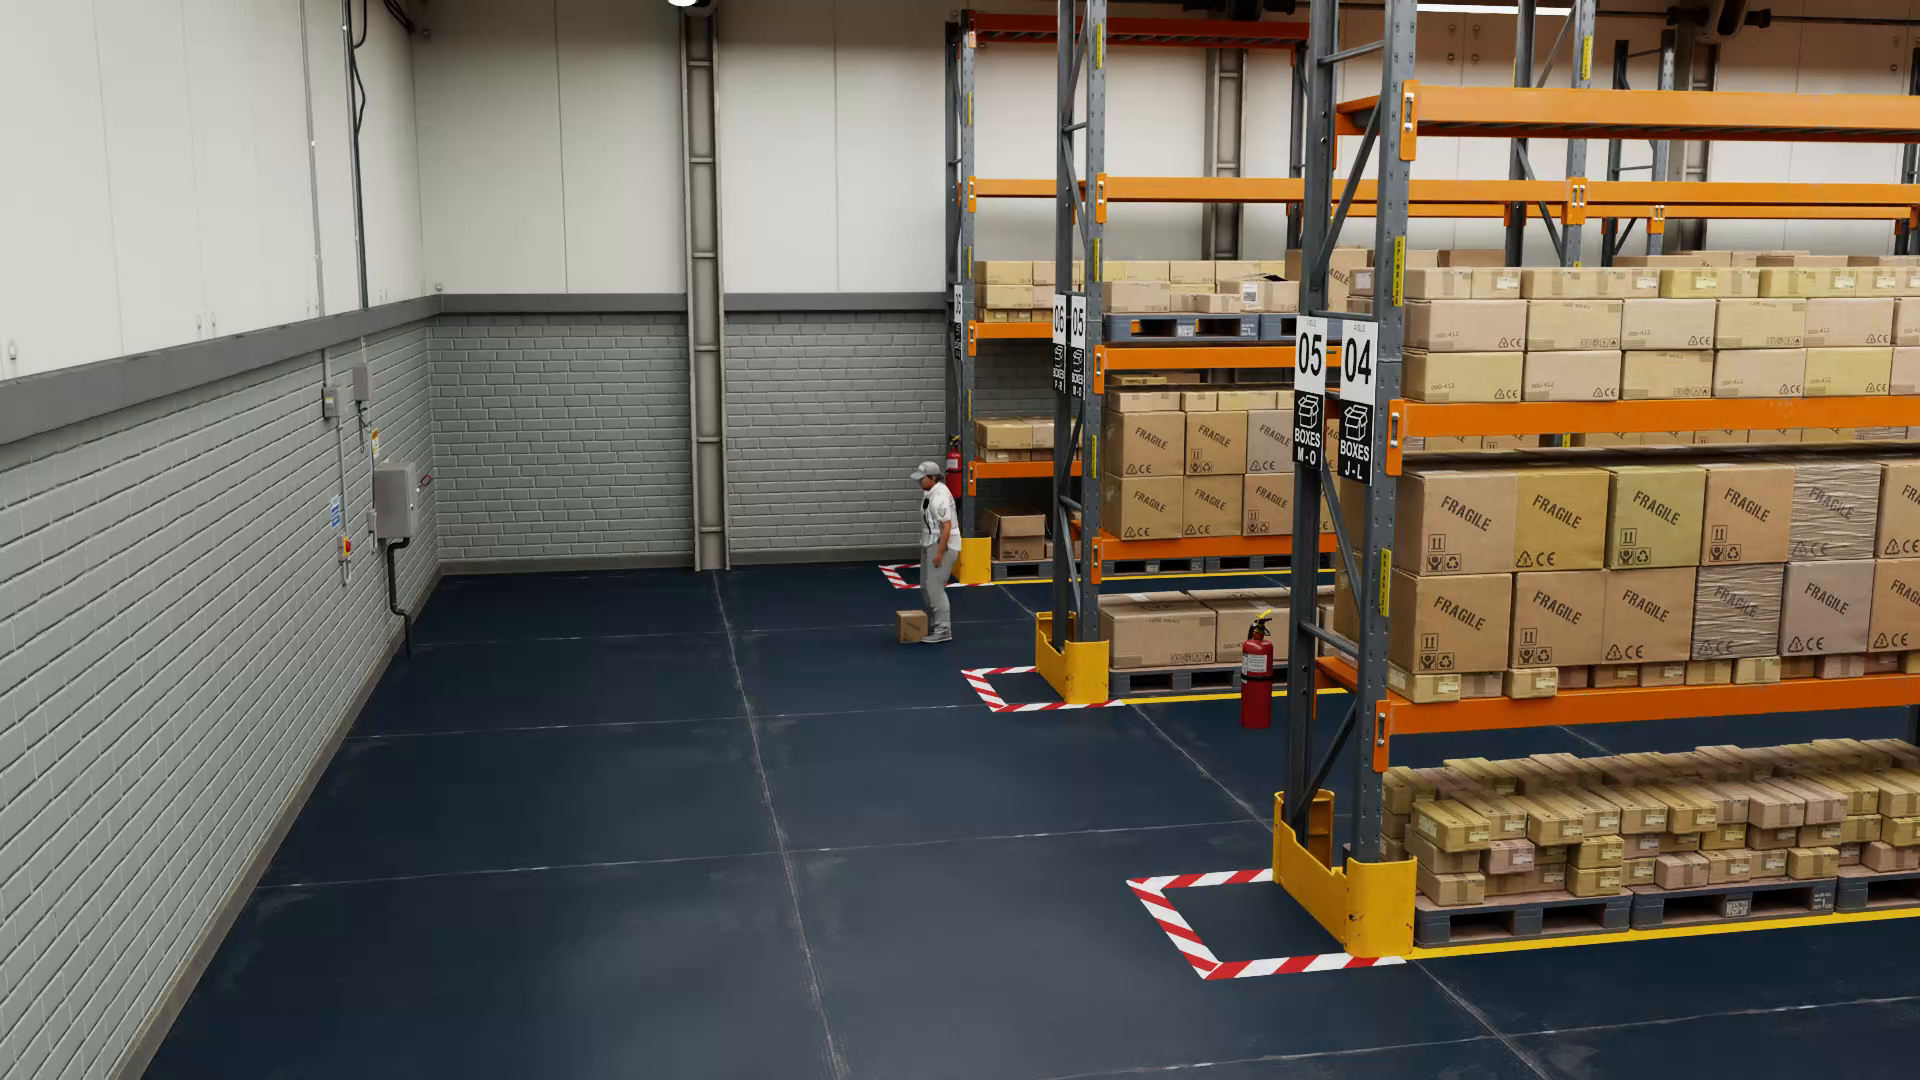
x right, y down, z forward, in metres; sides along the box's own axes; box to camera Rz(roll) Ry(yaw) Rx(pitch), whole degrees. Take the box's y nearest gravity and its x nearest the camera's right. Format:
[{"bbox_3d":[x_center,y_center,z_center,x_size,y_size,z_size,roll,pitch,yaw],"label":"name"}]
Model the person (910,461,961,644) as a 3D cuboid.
[{"bbox_3d":[-0.238,0.095,15.324,0.466,1.665,0.543,-2,10,-13],"label":"person"}]
